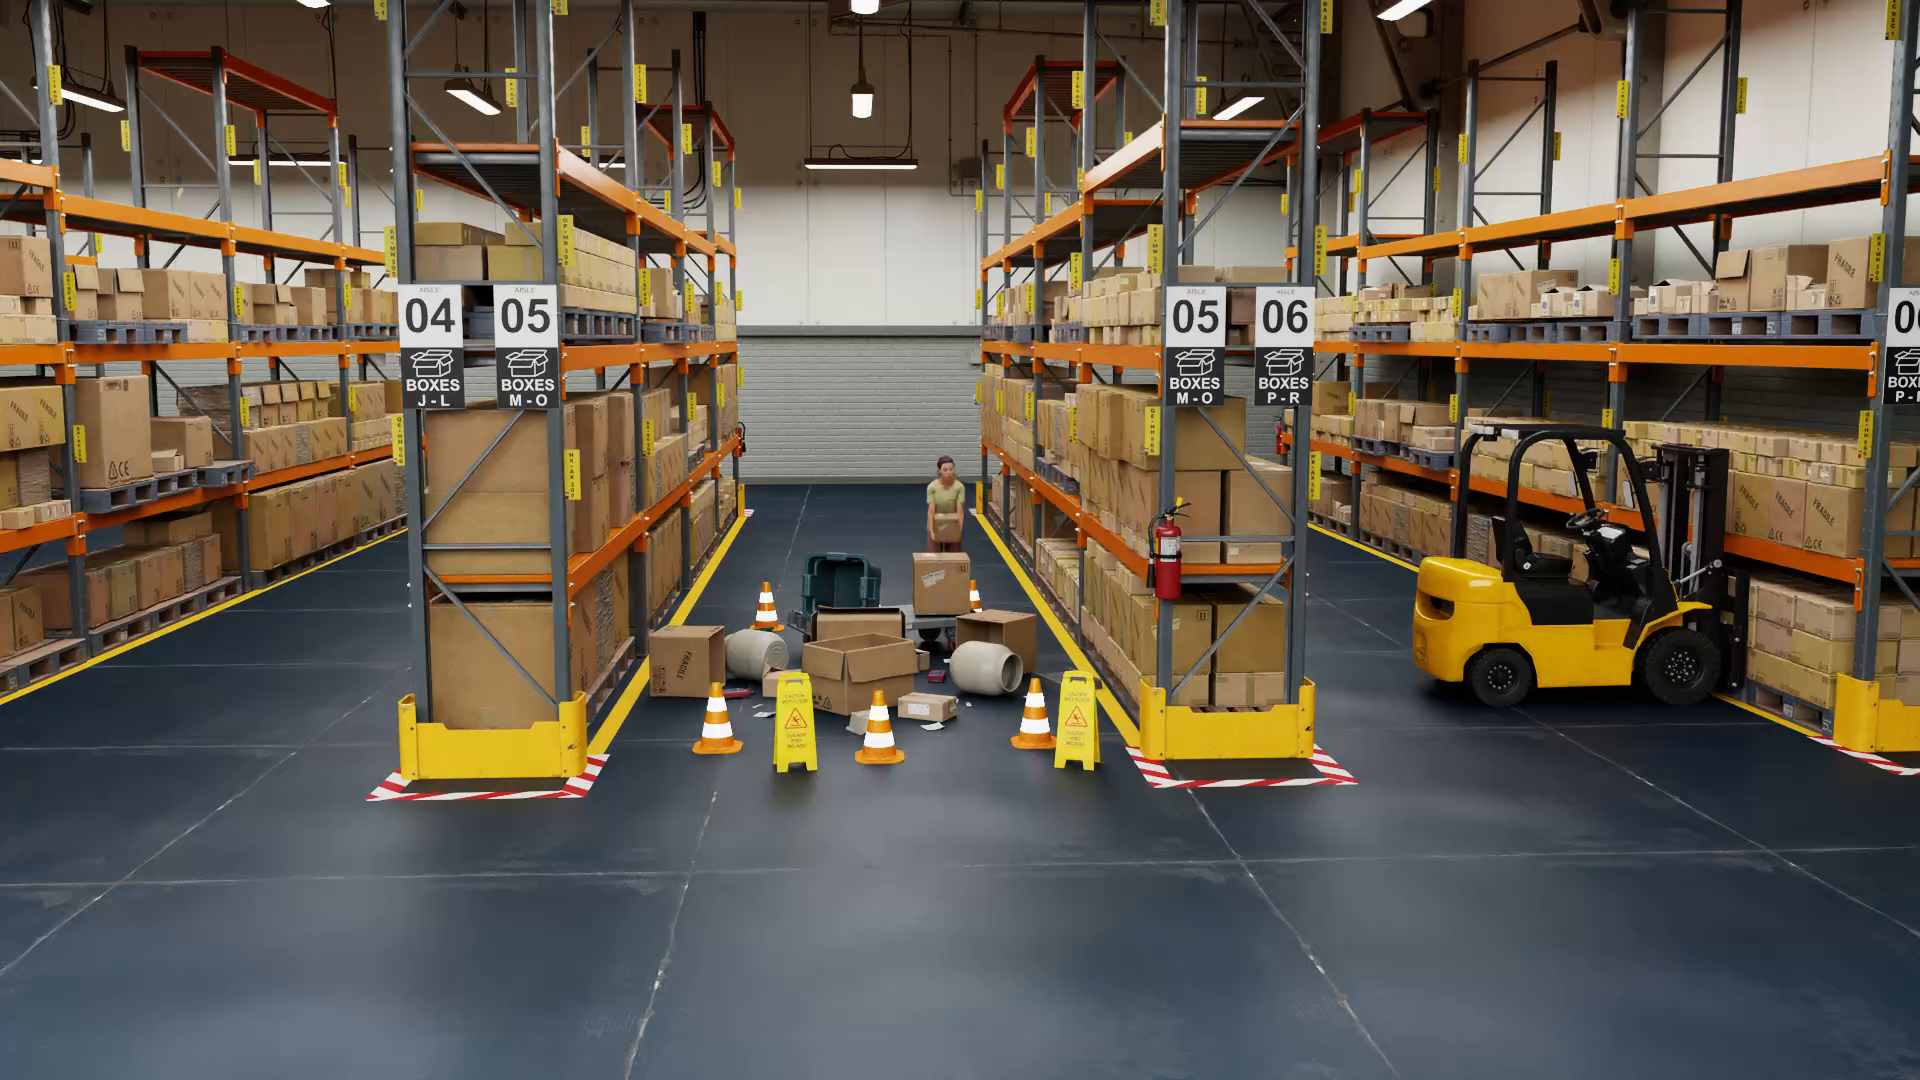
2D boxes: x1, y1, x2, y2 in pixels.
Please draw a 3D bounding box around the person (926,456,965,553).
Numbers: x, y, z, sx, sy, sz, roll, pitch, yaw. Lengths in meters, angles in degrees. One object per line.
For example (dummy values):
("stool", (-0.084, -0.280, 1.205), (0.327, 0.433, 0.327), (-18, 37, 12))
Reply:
("person", (-0.147, -0.054, 17.310), (0.409, 1.654, 0.521), (-1, 7, -5))
